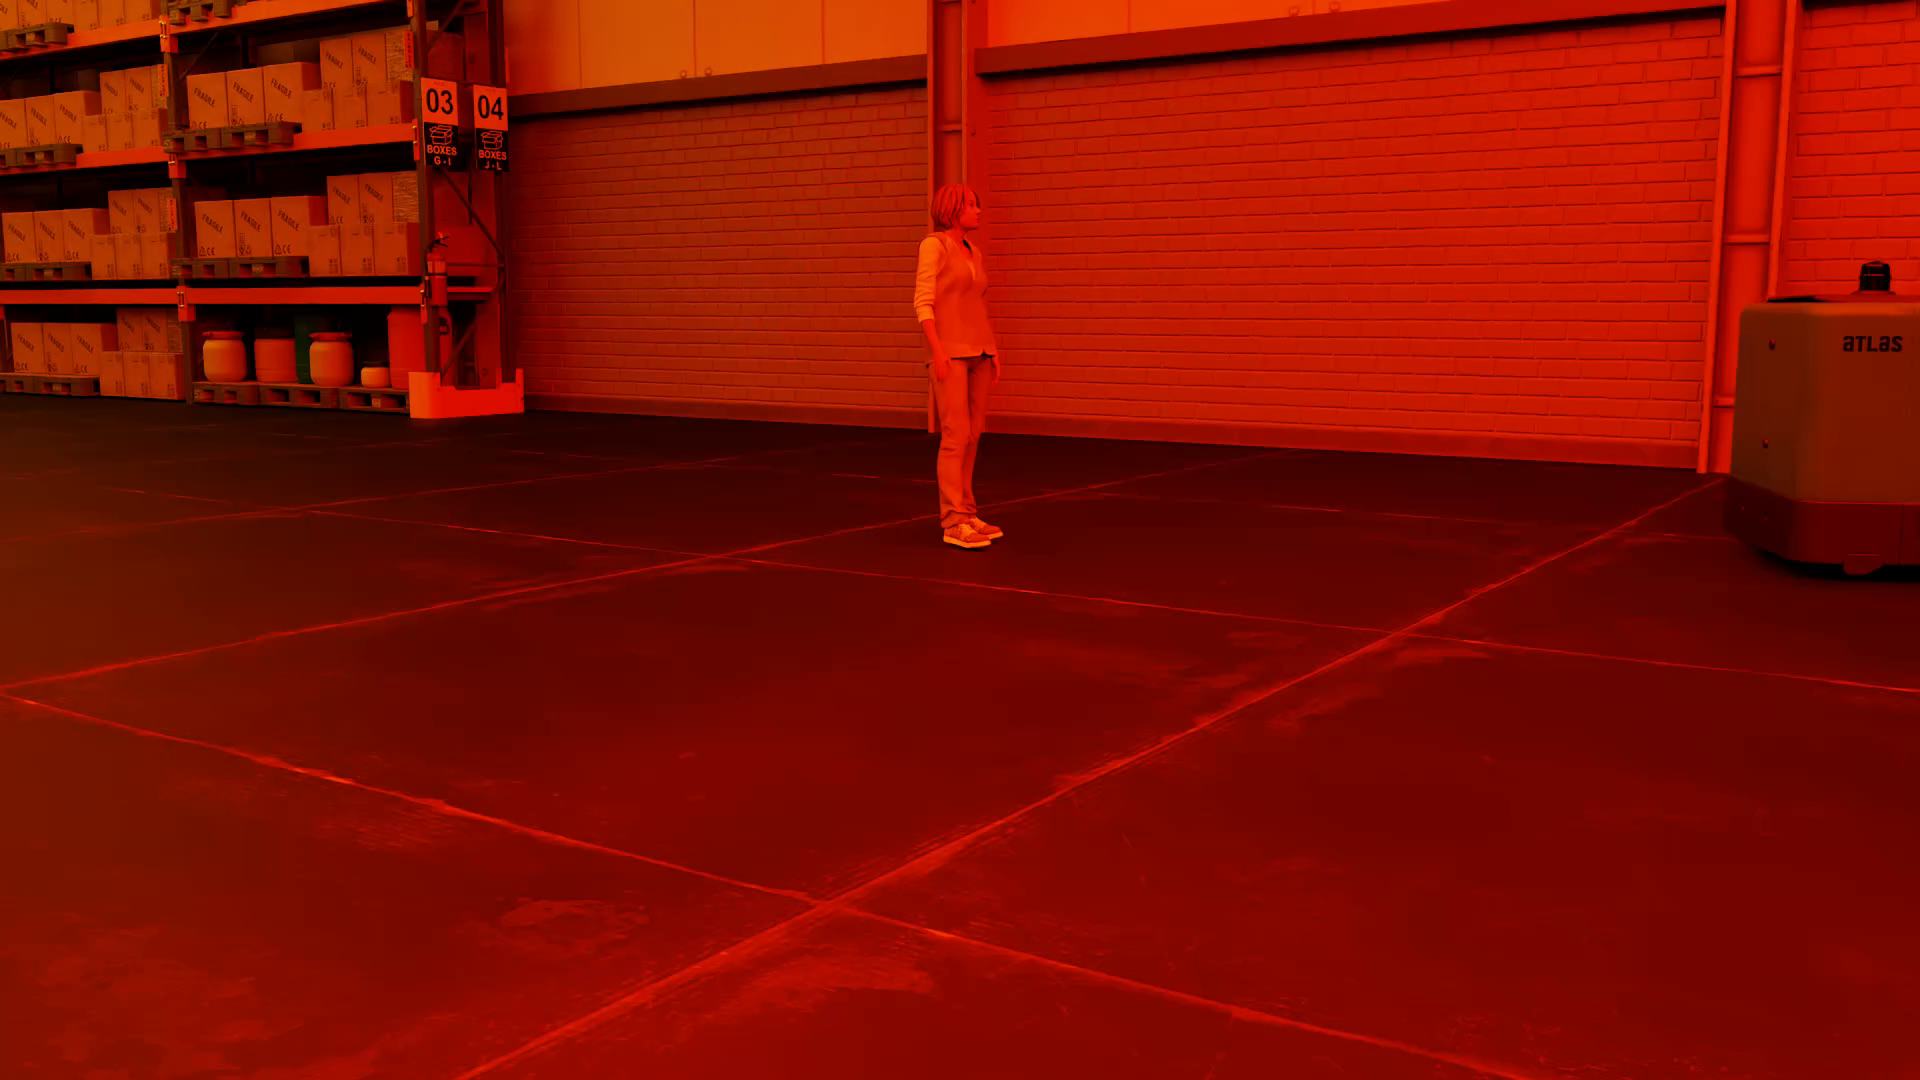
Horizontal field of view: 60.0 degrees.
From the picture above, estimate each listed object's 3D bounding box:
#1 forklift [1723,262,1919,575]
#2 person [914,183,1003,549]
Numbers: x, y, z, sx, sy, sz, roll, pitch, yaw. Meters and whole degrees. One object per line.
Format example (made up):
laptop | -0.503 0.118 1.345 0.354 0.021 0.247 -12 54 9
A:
forklift | 4.822 -1.330 6.544 3.031 2.935 1.130 1 8 9
person | 0.053 -0.791 7.438 0.475 1.597 0.520 5 10 34
